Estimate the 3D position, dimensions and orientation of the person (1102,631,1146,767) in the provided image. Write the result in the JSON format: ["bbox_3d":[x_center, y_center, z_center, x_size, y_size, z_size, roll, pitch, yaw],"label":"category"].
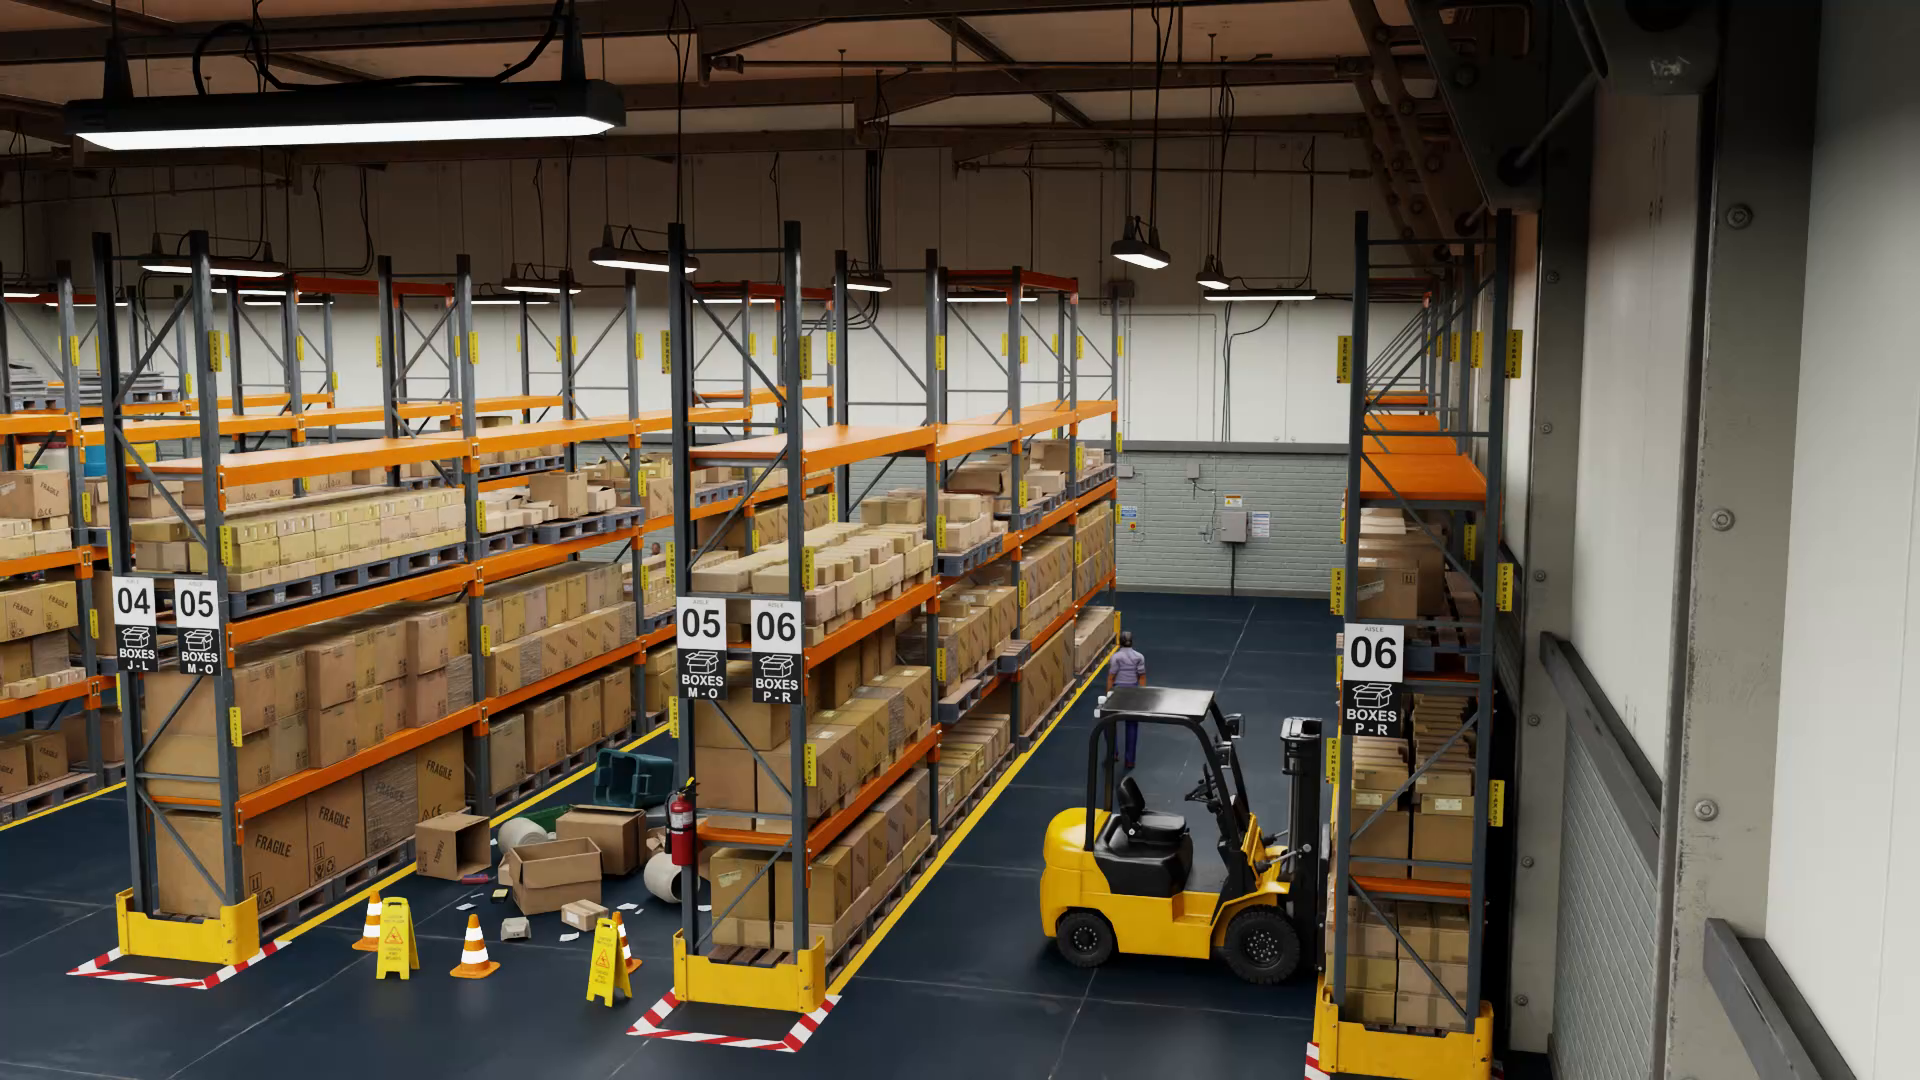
[{"bbox_3d":[1.982,1.935,20.058,0.526,1.695,0.381,-1,7,-11],"label":"person"}]

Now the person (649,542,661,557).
[{"bbox_3d":[-5.281,0.826,28.973,0.501,1.594,1.033,1,7,10],"label":"person"}]
